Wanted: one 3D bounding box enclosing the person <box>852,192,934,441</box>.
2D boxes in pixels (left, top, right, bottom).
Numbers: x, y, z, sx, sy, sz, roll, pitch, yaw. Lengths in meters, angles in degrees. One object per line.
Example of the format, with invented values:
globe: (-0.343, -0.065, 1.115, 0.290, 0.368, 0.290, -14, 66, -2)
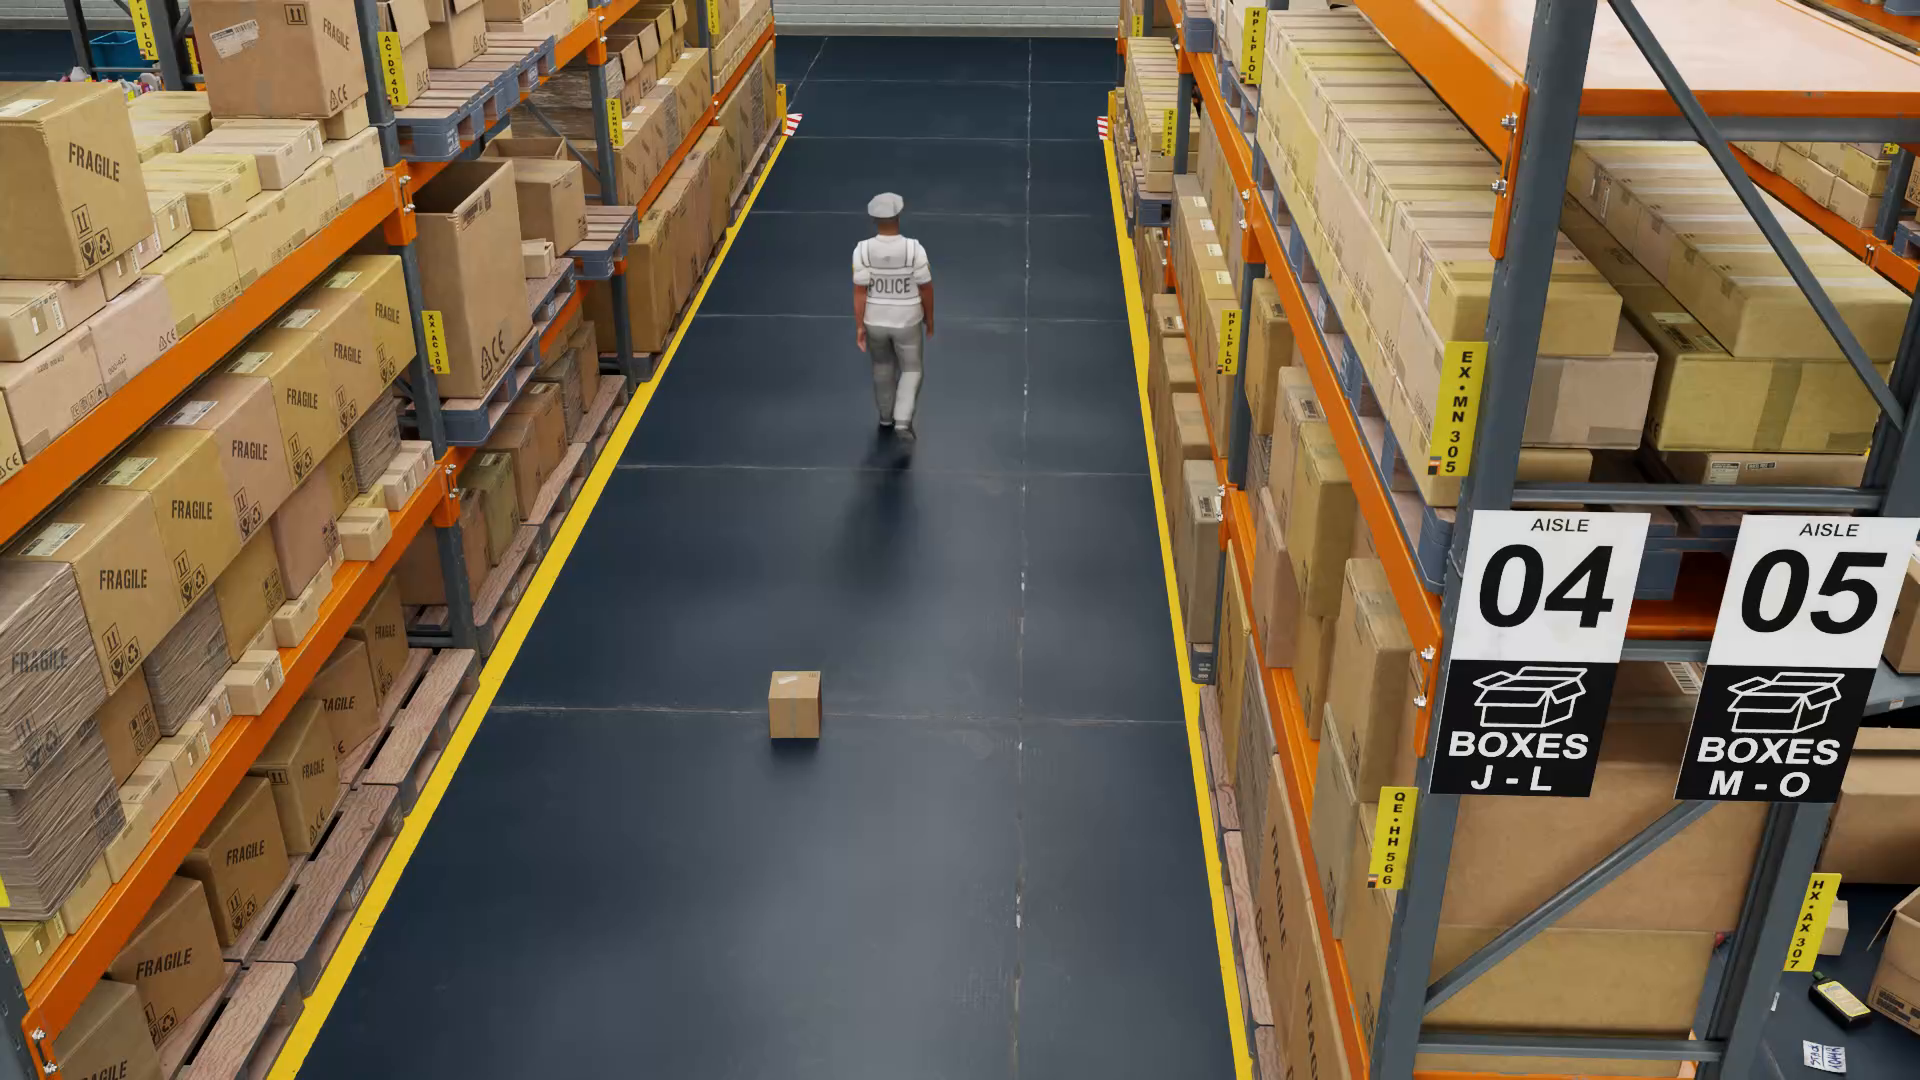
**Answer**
person: (-0.454, -1.527, 11.474, 0.540, 1.733, 0.889, 3, 28, 7)
